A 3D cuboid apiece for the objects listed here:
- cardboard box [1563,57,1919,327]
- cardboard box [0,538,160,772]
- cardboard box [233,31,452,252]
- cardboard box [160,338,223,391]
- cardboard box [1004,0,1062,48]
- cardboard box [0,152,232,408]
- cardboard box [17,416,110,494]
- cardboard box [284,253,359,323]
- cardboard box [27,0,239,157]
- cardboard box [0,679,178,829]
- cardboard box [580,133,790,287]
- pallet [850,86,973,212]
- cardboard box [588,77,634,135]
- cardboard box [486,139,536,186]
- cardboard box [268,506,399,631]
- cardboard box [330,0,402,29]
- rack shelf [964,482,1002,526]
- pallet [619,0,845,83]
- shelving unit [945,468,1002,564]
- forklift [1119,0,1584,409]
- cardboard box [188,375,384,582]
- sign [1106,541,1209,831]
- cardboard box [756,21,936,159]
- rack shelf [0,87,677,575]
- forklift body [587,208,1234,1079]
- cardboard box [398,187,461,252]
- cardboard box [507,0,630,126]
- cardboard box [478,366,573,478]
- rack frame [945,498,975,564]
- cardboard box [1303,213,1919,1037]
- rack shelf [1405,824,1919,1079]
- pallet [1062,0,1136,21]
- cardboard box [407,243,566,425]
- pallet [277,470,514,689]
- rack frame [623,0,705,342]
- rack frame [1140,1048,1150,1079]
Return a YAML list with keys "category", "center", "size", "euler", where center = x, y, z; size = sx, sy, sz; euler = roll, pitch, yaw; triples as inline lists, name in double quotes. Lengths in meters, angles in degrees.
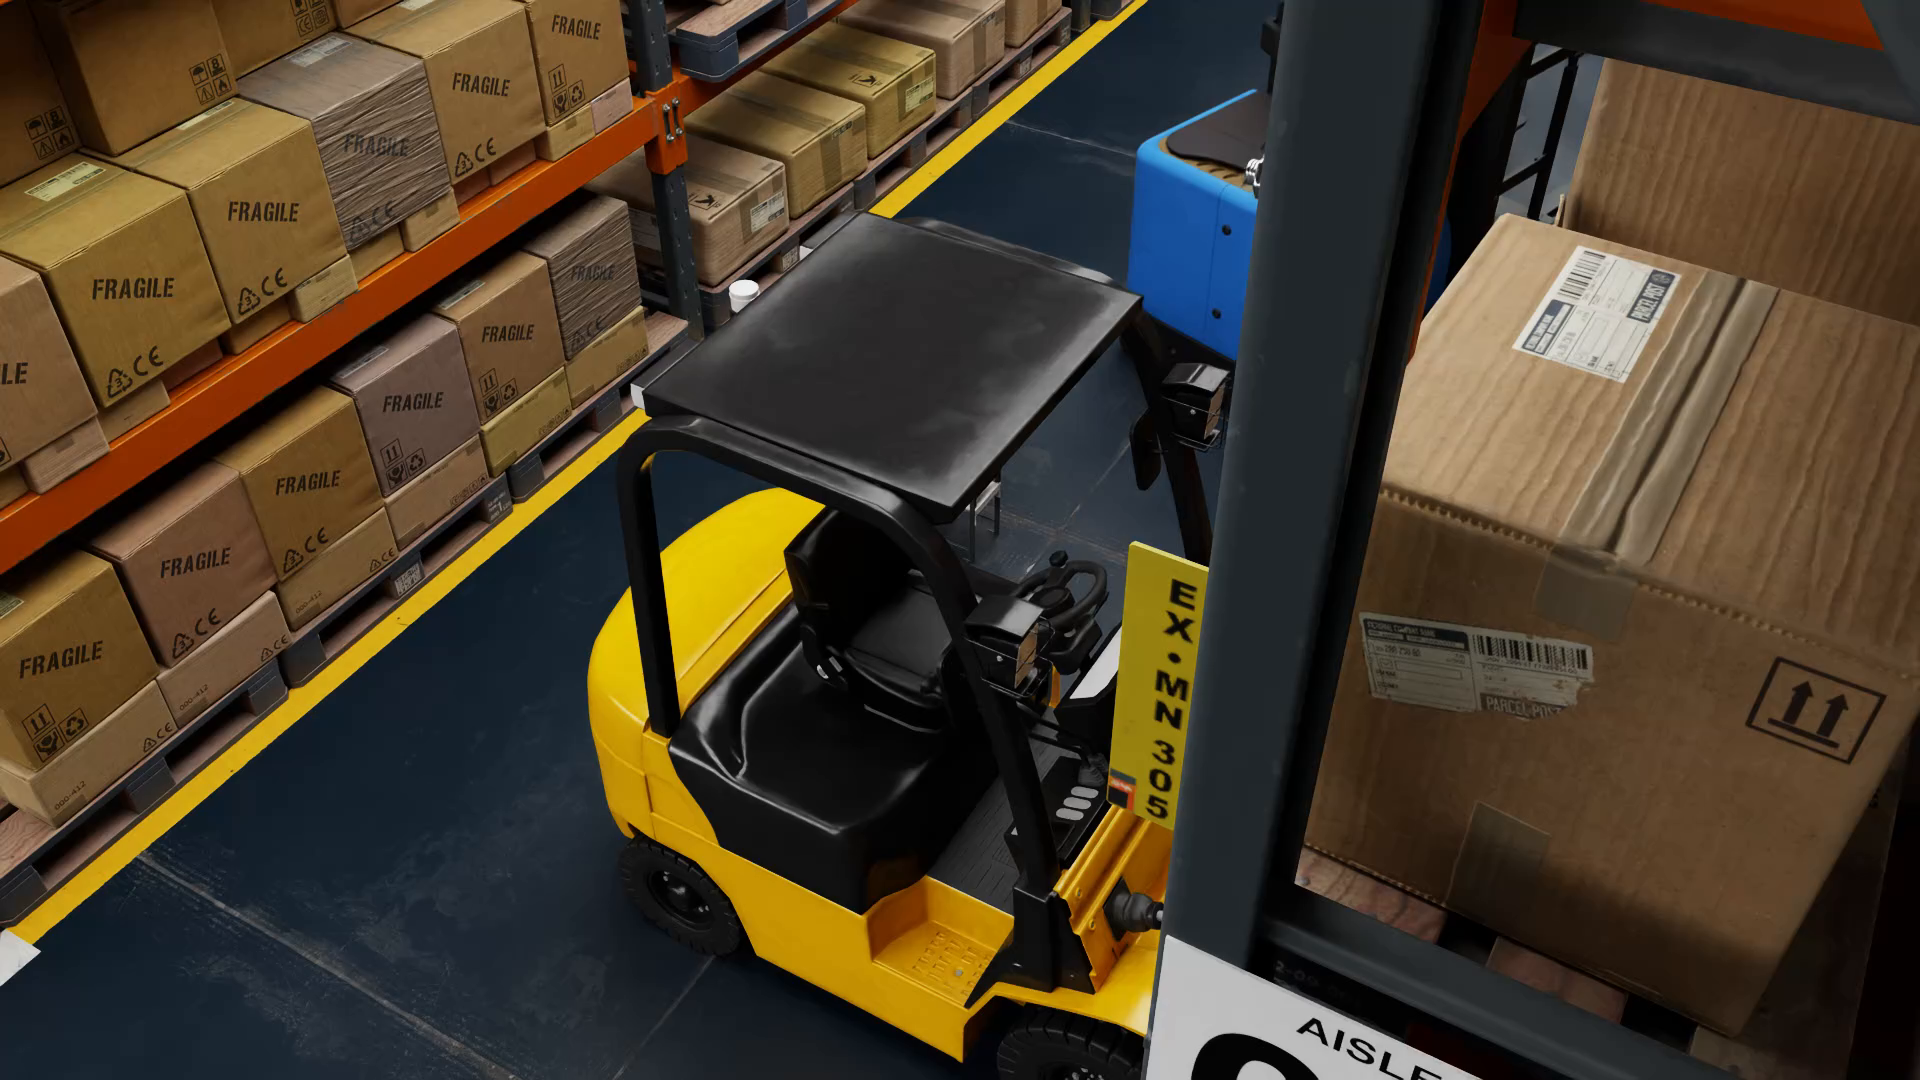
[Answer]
- category: "cardboard box"
  center: [1.255, -0.490, 2.298]
  size: [0.700, 0.500, 0.500]
  euler: [21, 46, 22]
- category: "cardboard box"
  center: [-3.000, 0.325, 5.307]
  size: [0.500, 0.500, 0.500]
  euler: [19, 45, 21]
- category: "cardboard box"
  center: [-2.167, -1.390, 5.758]
  size: [0.500, 0.500, 0.500]
  euler: [22, 46, 23]
- category: "cardboard box"
  center: [-2.641, -0.650, 5.409]
  size: [0.380, 0.149, 0.250]
  euler: [22, 46, 23]
- category: "cardboard box"
  center: [0.058, -3.313, 9.913]
  size: [0.950, 0.372, 0.625]
  euler: [18, 44, 19]
- category: "cardboard box"
  center: [-2.667, -0.802, 5.090]
  size: [0.500, 0.500, 0.500]
  euler: [20, 45, 21]
- category: "cardboard box"
  center: [-2.821, -0.320, 5.034]
  size: [0.380, 0.149, 0.250]
  euler: [22, 46, 23]
- category: "cardboard box"
  center: [-2.307, -0.916, 5.710]
  size: [0.380, 0.149, 0.250]
  euler: [21, 46, 22]
- category: "cardboard box"
  center: [-2.792, -1.625, 5.269]
  size: [0.700, 0.500, 0.500]
  euler: [21, 45, 22]
- category: "cardboard box"
  center: [-3.011, 0.620, 5.539]
  size: [0.500, 0.250, 0.500]
  euler: [21, 45, 22]
- category: "cardboard box"
  center: [-1.392, -1.645, 8.019]
  size: [0.950, 0.372, 0.625]
  euler: [21, 46, 23]
- category: "pallet"
  center: [-0.655, -2.273, 9.171]
  size: [1.003, 0.211, 1.213]
  euler: [21, 45, 22]
- category: "cardboard box"
  center: [-1.550, -1.794, 6.707]
  size: [0.380, 0.149, 0.250]
  euler: [20, 45, 22]
- category: "cardboard box"
  center: [-1.867, -1.525, 6.403]
  size: [0.380, 0.149, 0.250]
  euler: [21, 46, 22]
- category: "cardboard box"
  center: [-2.487, 0.014, 6.227]
  size: [0.500, 0.250, 0.500]
  euler: [24, 47, 25]
- category: "cardboard box"
  center: [-2.335, -2.232, 5.958]
  size: [0.700, 0.500, 0.500]
  euler: [21, 46, 22]
- category: "rack shelf"
  center: [0.004, -0.182, 6.599]
  size: [0.258, 0.077, 0.200]
  euler: [21, 45, 22]
- category: "pallet"
  center: [-1.144, -2.490, 7.453]
  size: [1.003, 0.211, 1.213]
  euler: [21, 45, 22]
- category: "shelving unit"
  center: [0.004, -0.342, 6.458]
  size: [0.258, 0.900, 0.210]
  euler: [21, 45, 22]
- category: "forklift"
  center: [2.155, -2.399, 7.257]
  size: [3.031, 2.935, 1.130]
  euler: [-32, 50, -31]
- category: "cardboard box"
  center: [-2.484, -0.260, 5.971]
  size: [0.500, 0.500, 0.500]
  euler: [22, 46, 23]
- category: "sign"
  center: [0.182, 0.140, 1.442]
  size: [0.100, 0.325, 0.005]
  euler: [21, 45, 22]
- category: "cardboard box"
  center: [-0.689, -2.456, 8.940]
  size: [0.950, 0.372, 0.625]
  euler: [22, 46, 23]
- category: "rack shelf"
  center: [-2.654, -0.758, 5.886]
  size: [1.077, 0.370, 4.000]
  euler: [21, 45, 22]
- category: "forklift body"
  center: [0.014, 0.386, 4.685]
  size: [2.313, 2.155, 1.214]
  euler: [21, 45, 22]
- category: "cardboard box"
  center: [-2.055, -1.211, 6.046]
  size: [0.380, 0.149, 0.250]
  euler: [20, 45, 21]
- category: "cardboard box"
  center: [-1.660, -1.985, 6.434]
  size: [0.500, 0.500, 0.500]
  euler: [20, 45, 21]
- category: "cardboard box"
  center: [-1.974, -0.563, 6.883]
  size: [0.500, 0.250, 0.500]
  euler: [20, 45, 21]
- category: "rack frame"
  center: [-0.047, -0.284, 6.392]
  size: [0.240, 0.900, 0.006]
  euler: [21, 45, 22]
- category: "cardboard box"
  center: [0.655, 0.063, 1.670]
  size: [0.500, 0.500, 0.500]
  euler: [22, 46, 23]
- category: "rack shelf"
  center: [1.646, -0.245, 3.033]
  size: [1.077, 0.370, 4.000]
  euler: [21, 45, 22]
- category: "pallet"
  center: [0.809, -3.841, 10.952]
  size: [1.003, 0.211, 1.213]
  euler: [21, 45, 22]
- category: "cardboard box"
  center: [-1.969, -0.861, 6.653]
  size: [0.500, 0.500, 0.500]
  euler: [22, 46, 23]
- category: "pallet"
  center: [-2.568, -0.030, 6.624]
  size: [1.003, 0.211, 1.213]
  euler: [21, 45, 22]
- category: "rack frame"
  center: [-1.653, -2.173, 6.948]
  size: [1.000, 3.000, 0.127]
  euler: [21, 45, 22]
- category: "rack frame"
  center: [0.645, 1.755, 2.487]
  size: [1.000, 3.000, 0.127]
  euler: [21, 45, 22]
